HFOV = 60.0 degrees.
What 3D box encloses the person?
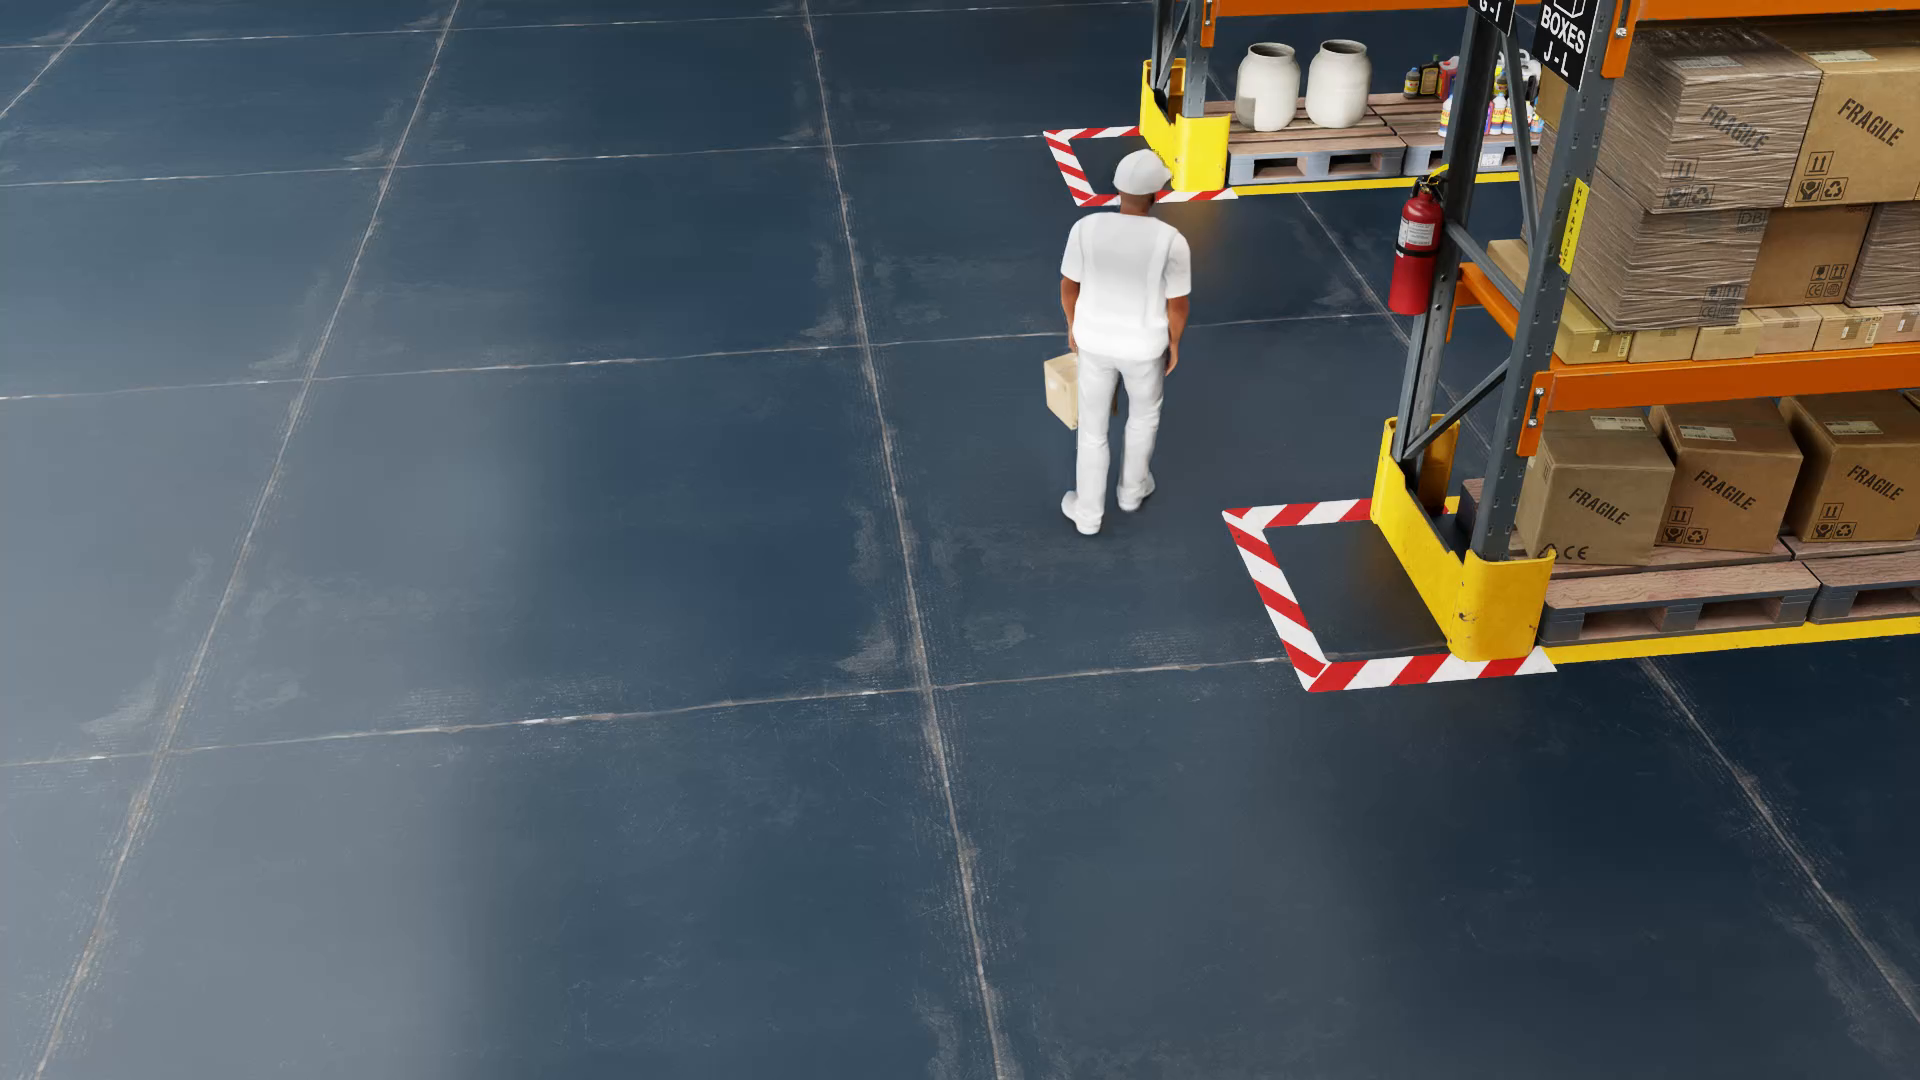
[{"bbox_3d":[0.723,-0.877,7.399,0.575,1.762,0.582,8,35,11],"label":"person"}]
